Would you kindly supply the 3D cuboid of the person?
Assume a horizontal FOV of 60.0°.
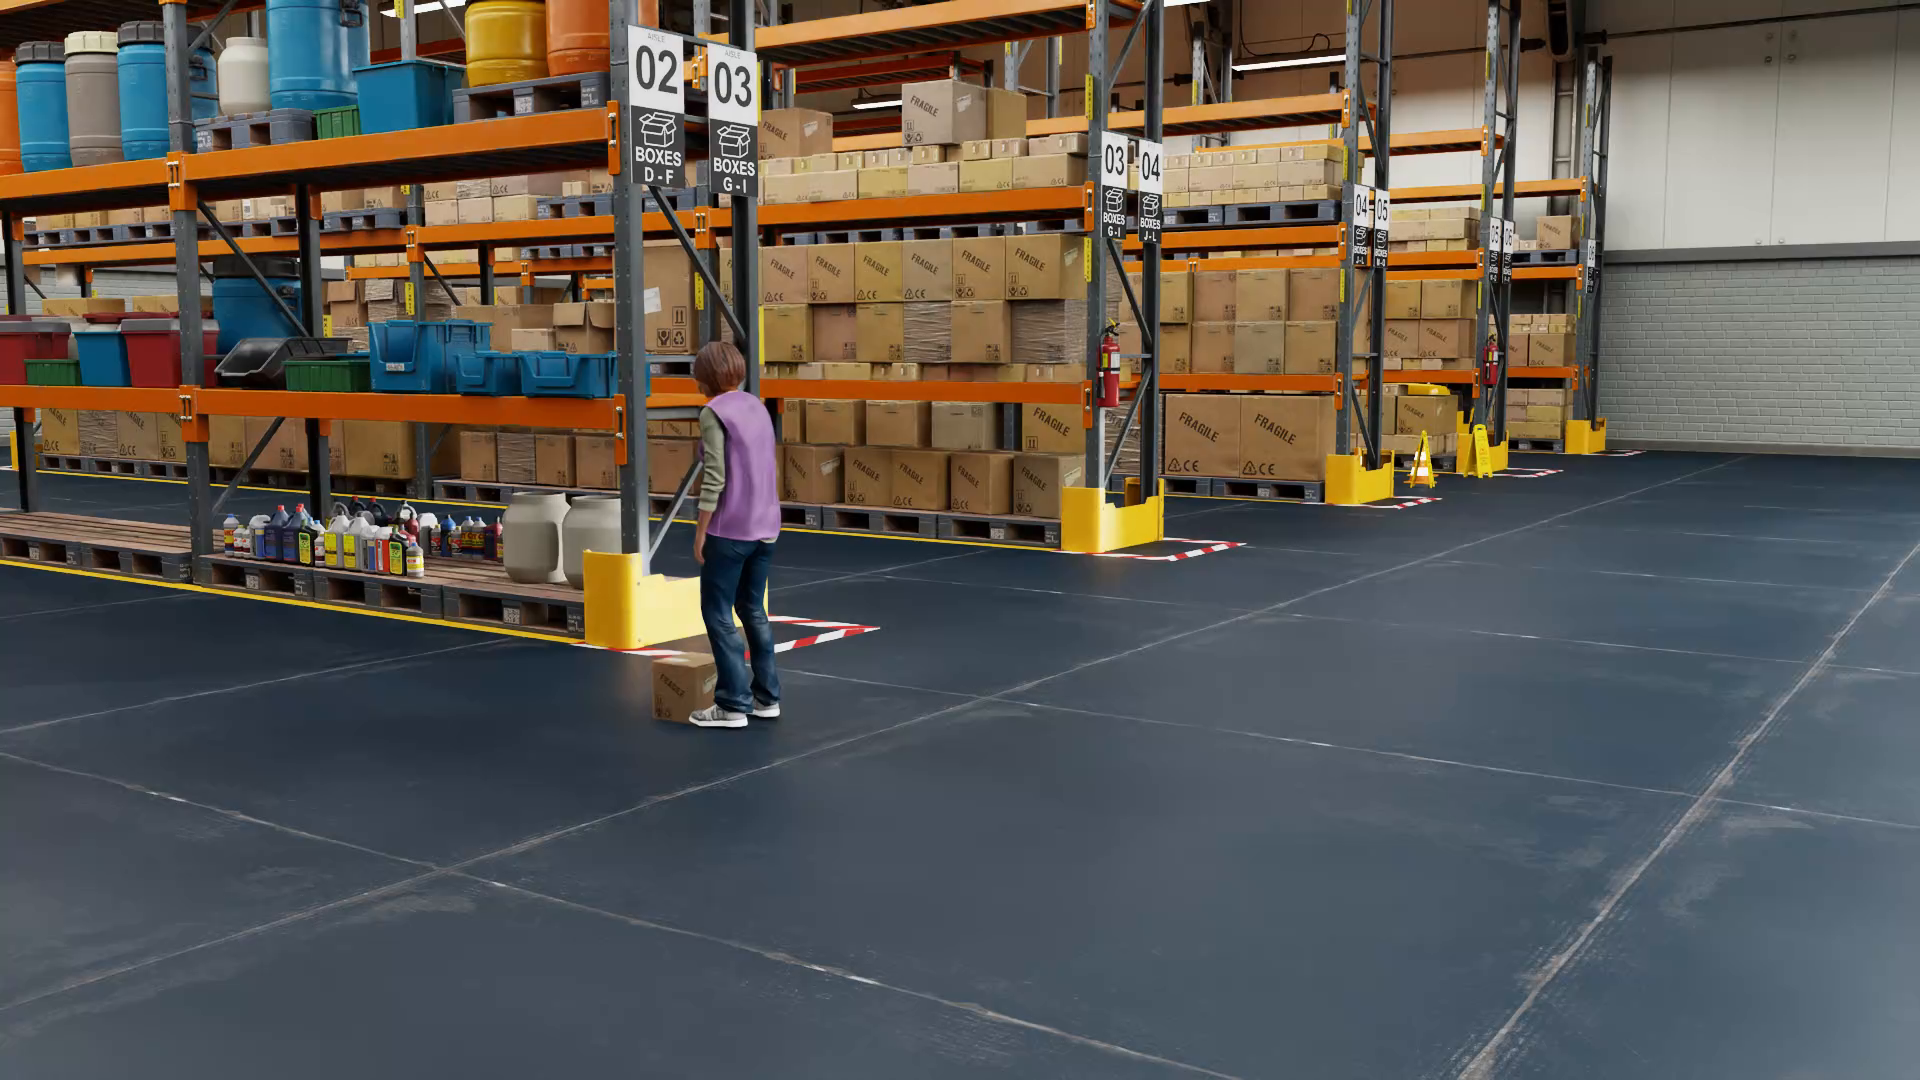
[{"bbox_3d":[-0.928,-0.022,6.895,0.343,1.591,0.464,4,8,31],"label":"person"}]
